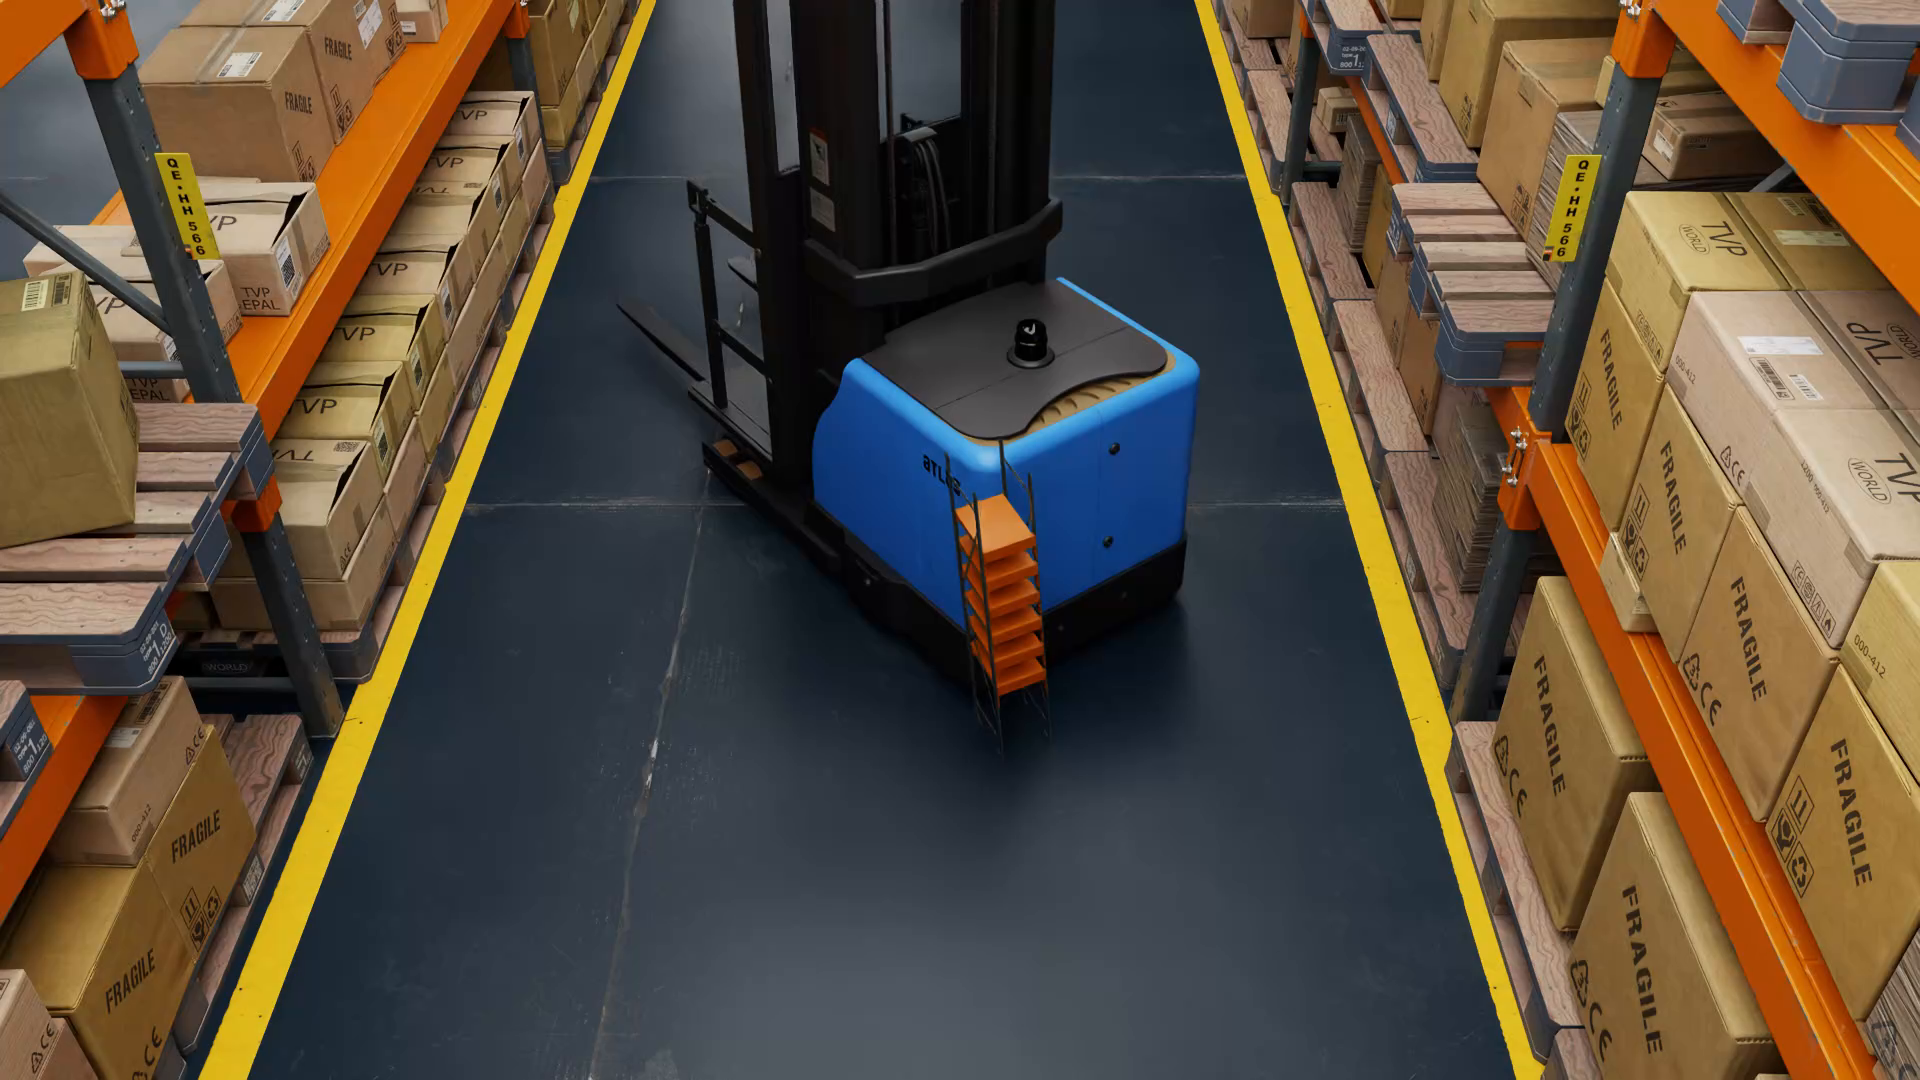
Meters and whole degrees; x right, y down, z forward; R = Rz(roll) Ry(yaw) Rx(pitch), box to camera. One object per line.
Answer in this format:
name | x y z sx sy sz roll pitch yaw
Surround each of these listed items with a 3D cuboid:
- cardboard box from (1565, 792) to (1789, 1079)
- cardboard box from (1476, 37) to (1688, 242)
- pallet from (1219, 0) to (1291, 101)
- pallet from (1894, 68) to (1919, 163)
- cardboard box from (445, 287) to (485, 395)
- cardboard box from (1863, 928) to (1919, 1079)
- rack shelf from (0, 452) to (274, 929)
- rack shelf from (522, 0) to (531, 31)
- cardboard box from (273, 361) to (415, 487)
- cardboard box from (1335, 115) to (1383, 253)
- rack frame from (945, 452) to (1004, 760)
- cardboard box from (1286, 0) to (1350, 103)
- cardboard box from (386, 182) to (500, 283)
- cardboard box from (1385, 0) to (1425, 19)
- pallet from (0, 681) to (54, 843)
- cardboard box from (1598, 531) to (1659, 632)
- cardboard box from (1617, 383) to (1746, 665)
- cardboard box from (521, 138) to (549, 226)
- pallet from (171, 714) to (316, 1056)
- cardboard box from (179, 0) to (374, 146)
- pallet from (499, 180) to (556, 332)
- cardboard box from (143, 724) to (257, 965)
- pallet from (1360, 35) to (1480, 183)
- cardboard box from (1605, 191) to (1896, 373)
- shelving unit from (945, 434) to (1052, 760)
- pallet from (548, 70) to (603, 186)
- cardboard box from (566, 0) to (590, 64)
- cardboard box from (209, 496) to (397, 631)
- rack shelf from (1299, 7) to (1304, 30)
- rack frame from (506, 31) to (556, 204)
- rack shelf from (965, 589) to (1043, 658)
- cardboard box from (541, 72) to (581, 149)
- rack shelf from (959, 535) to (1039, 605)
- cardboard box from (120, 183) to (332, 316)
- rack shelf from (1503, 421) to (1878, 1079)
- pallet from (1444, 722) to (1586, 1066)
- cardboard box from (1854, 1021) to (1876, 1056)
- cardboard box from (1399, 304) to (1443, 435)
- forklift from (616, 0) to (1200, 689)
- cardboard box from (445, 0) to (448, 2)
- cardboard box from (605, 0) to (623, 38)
cardboard box | 2.115 1.175 4.269 0.750 0.750 0.750 0 39 0
cardboard box | 2.213 -1.362 5.619 0.700 0.500 0.500 -3 39 -4
pallet | 2.206 -3.106 10.457 1.003 0.211 1.213 0 39 0
pallet | 2.309 -0.503 2.731 1.003 0.211 1.213 2 39 2
cardboard box | -2.418 -0.881 7.313 0.500 0.250 0.500 1 39 1
cardboard box | 2.000 0.909 2.883 0.500 0.500 0.500 0 39 0
rack shelf | -2.701 1.029 3.642 1.077 0.370 4.000 0 39 0
rack shelf | -2.710 -3.974 9.885 1.077 0.370 4.000 0 39 0
cardboard box | -2.419 -0.468 6.350 0.500 0.311 0.500 -1 39 -1
cardboard box | 2.264 -1.745 8.176 0.700 0.500 0.500 1 39 1
rack frame | 0.054 0.245 5.487 0.006 1.200 0.240 -19 42 -14
cardboard box | 2.205 -2.855 9.561 0.500 0.500 0.500 -3 39 -3
cardboard box | -2.415 -1.423 7.541 0.500 0.311 0.500 0 39 0
cardboard box | 2.206 -2.552 7.105 0.700 0.500 0.500 4 39 5
pallet | -2.696 0.789 3.520 1.003 0.211 1.213 0 39 0
cardboard box | 1.927 0.112 4.396 0.380 0.149 0.250 1 39 1
cardboard box | 1.987 -0.039 4.067 0.500 0.500 0.500 1 39 1
cardboard box | -2.417 -1.835 8.505 0.500 0.250 0.500 0 39 0
pallet | -2.740 1.053 5.267 1.003 0.211 1.213 0 39 0
cardboard box | -2.722 -1.920 6.667 0.500 0.500 0.500 0 39 0
pallet | -2.668 -1.455 8.396 1.003 0.211 1.213 0 39 0
cardboard box | -2.467 0.886 4.892 0.500 0.500 0.500 1 39 2
pallet | 2.208 -1.671 6.590 1.003 0.211 1.213 0 39 0
cardboard box | 1.994 -0.661 4.243 0.500 0.250 0.500 1 39 1
shelving unit | 0.138 0.216 5.509 0.189 1.200 0.258 -19 42 -14
pallet | -2.666 -2.413 9.592 1.003 0.211 1.213 0 39 0
cardboard box | -2.403 -2.990 9.346 0.500 0.500 0.500 0 39 0
cardboard box | -2.410 0.079 6.115 0.500 0.250 0.500 0 39 0
rack shelf | 2.244 -3.979 9.892 1.077 0.370 4.000 0 39 0
rack frame | -2.707 -3.004 8.099 1.000 3.000 0.127 0 39 0
rack shelf | 0.142 0.249 5.539 0.180 0.103 0.258 -19 42 -14
cardboard box | -2.405 -2.385 9.190 0.500 0.250 0.500 0 39 0
rack shelf | 0.121 0.069 5.382 0.180 0.103 0.258 -19 42 -14
cardboard box | -2.510 -1.027 5.704 0.500 0.311 0.500 0 39 -1
rack shelf | 2.253 1.023 3.650 1.077 0.370 4.000 0 39 0
pallet | 2.176 1.073 5.242 1.003 0.211 1.213 0 39 0
cardboard box | 2.026 0.912 3.399 0.380 0.149 0.250 1 39 1
cardboard box | 2.285 -0.787 6.981 0.700 0.500 0.500 0 39 0
forklift | -0.433 -1.475 6.247 1.130 2.935 3.031 -26 45 -28
cardboard box | -2.663 -2.637 7.762 0.500 0.250 0.500 2 39 3
cardboard box | -2.402 -3.323 10.361 0.500 0.250 0.500 0 39 0
